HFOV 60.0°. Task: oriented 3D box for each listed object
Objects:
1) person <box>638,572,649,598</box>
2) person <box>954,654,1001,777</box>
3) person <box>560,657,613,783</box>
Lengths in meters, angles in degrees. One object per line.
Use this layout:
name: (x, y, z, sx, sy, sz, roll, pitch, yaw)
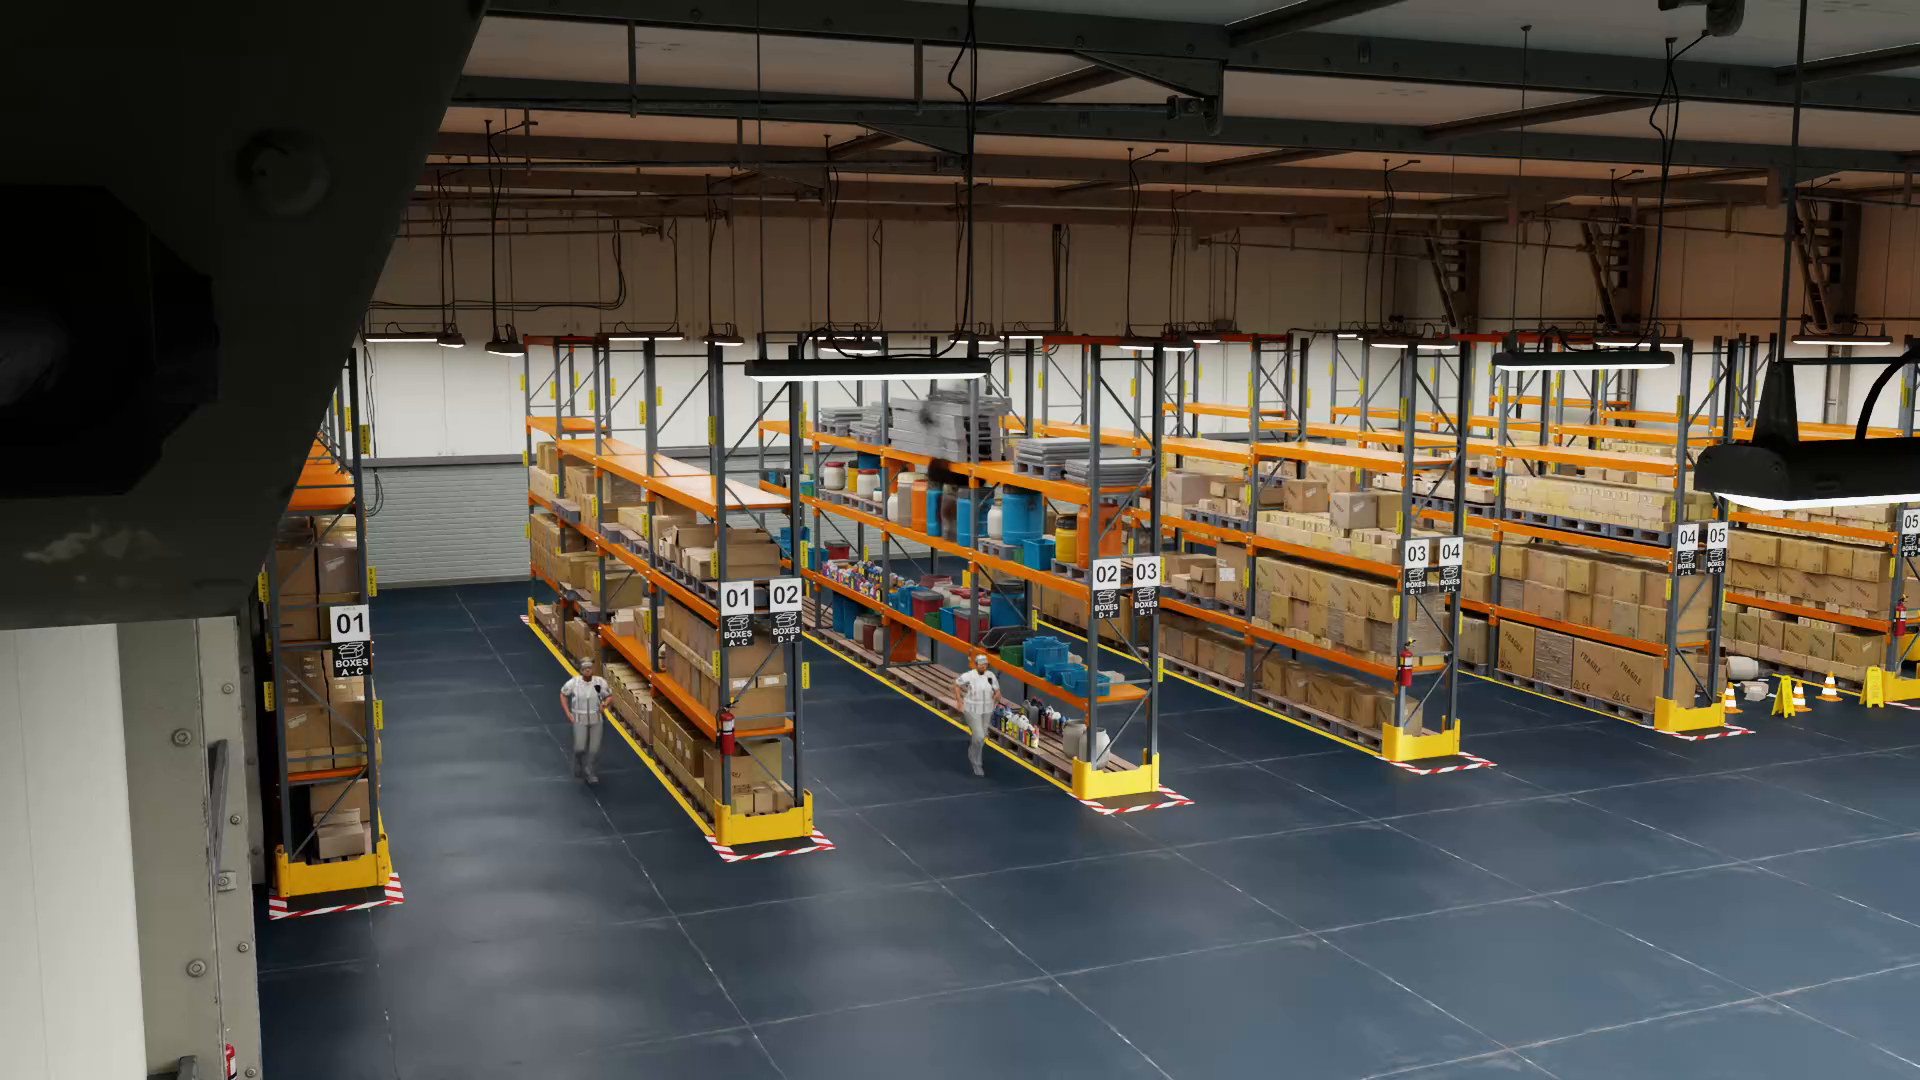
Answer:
person: (-6.724, 0.821, 35.399, 0.854, 1.708, 0.630, 6, 9, 36)
person: (0.270, 2.439, 23.237, 0.571, 1.716, 0.798, -4, 9, -28)
person: (-5.066, 2.457, 22.652, 0.710, 1.757, 0.563, -2, 8, -18)
